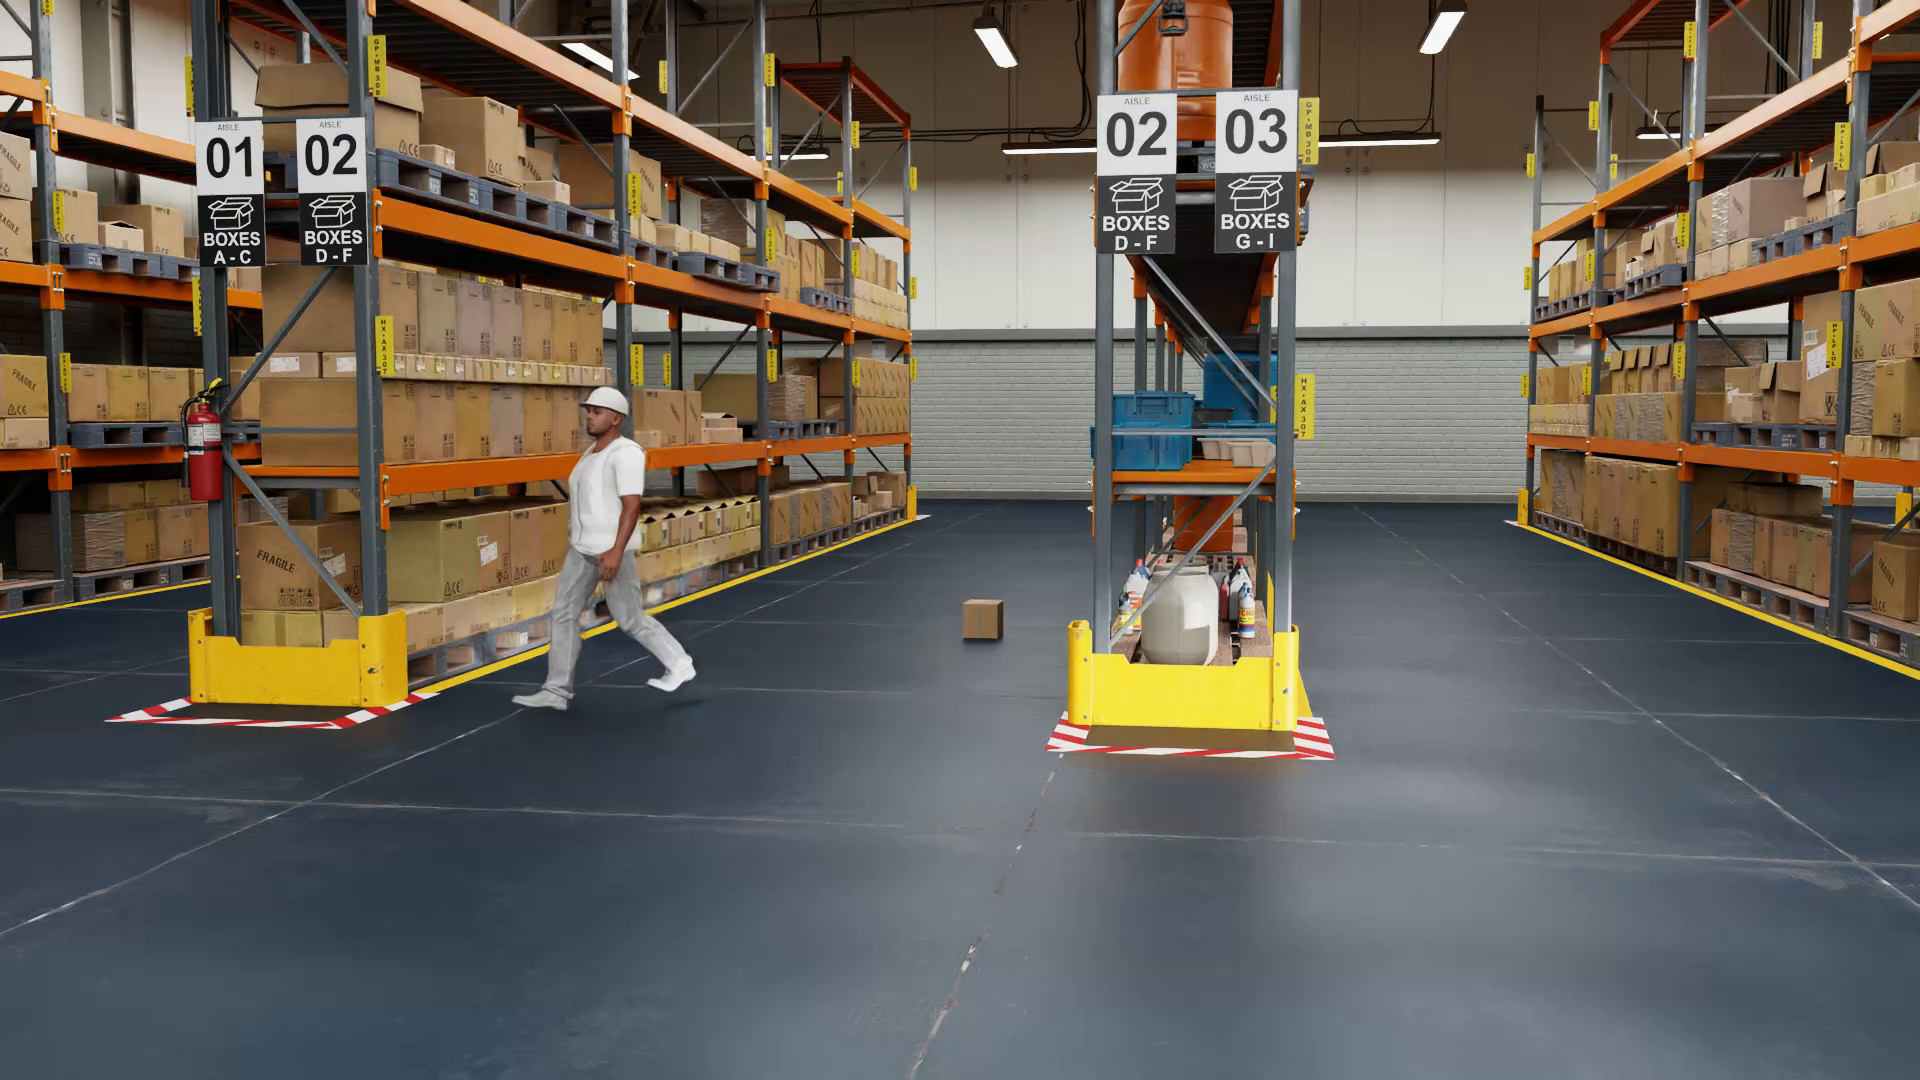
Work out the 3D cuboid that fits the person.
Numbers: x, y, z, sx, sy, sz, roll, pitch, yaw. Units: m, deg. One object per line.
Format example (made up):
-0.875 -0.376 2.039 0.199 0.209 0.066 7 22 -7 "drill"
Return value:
-1.907 0.045 8.950 1.014 1.731 0.600 -4 6 -43 "person"
